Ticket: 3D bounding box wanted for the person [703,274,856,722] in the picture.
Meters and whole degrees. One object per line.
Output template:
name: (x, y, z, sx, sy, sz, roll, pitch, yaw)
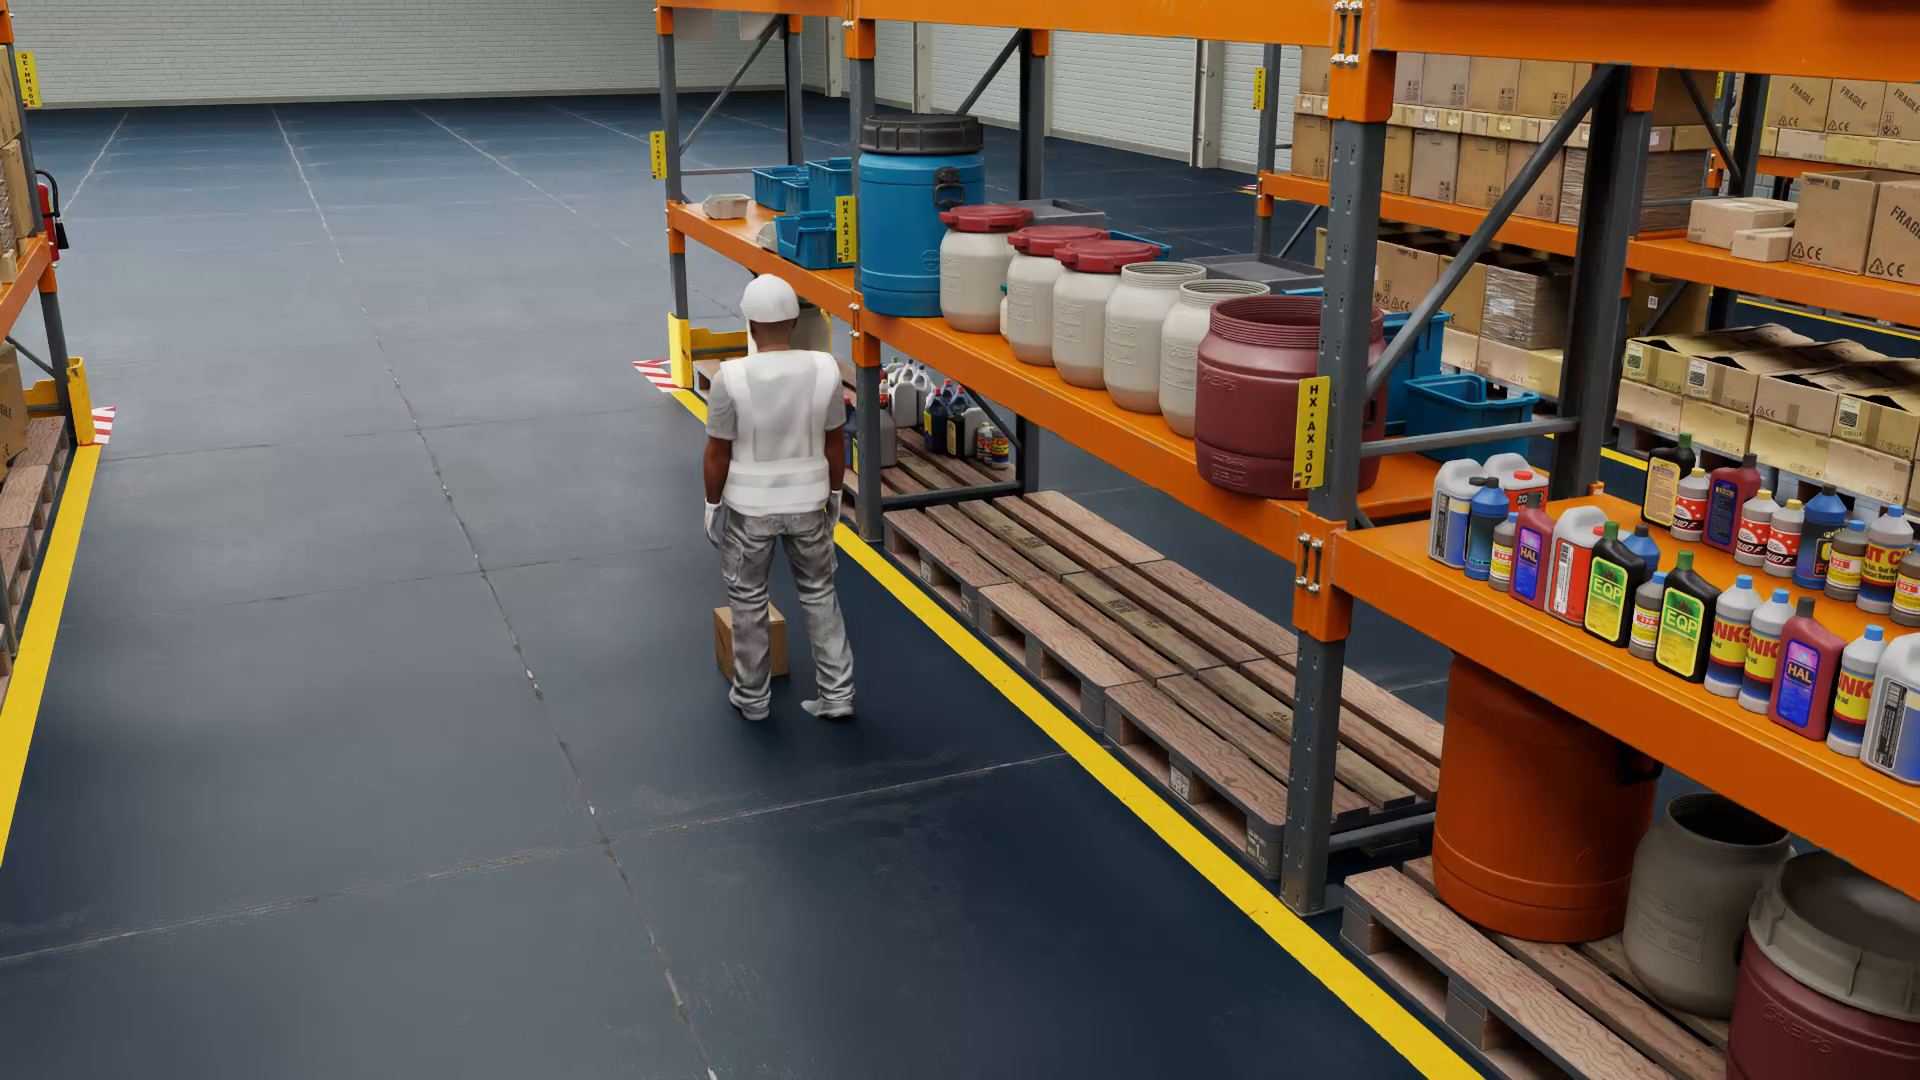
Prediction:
person: (-0.729, -0.132, 6.487, 0.558, 1.828, 0.456, -7, 20, -21)
